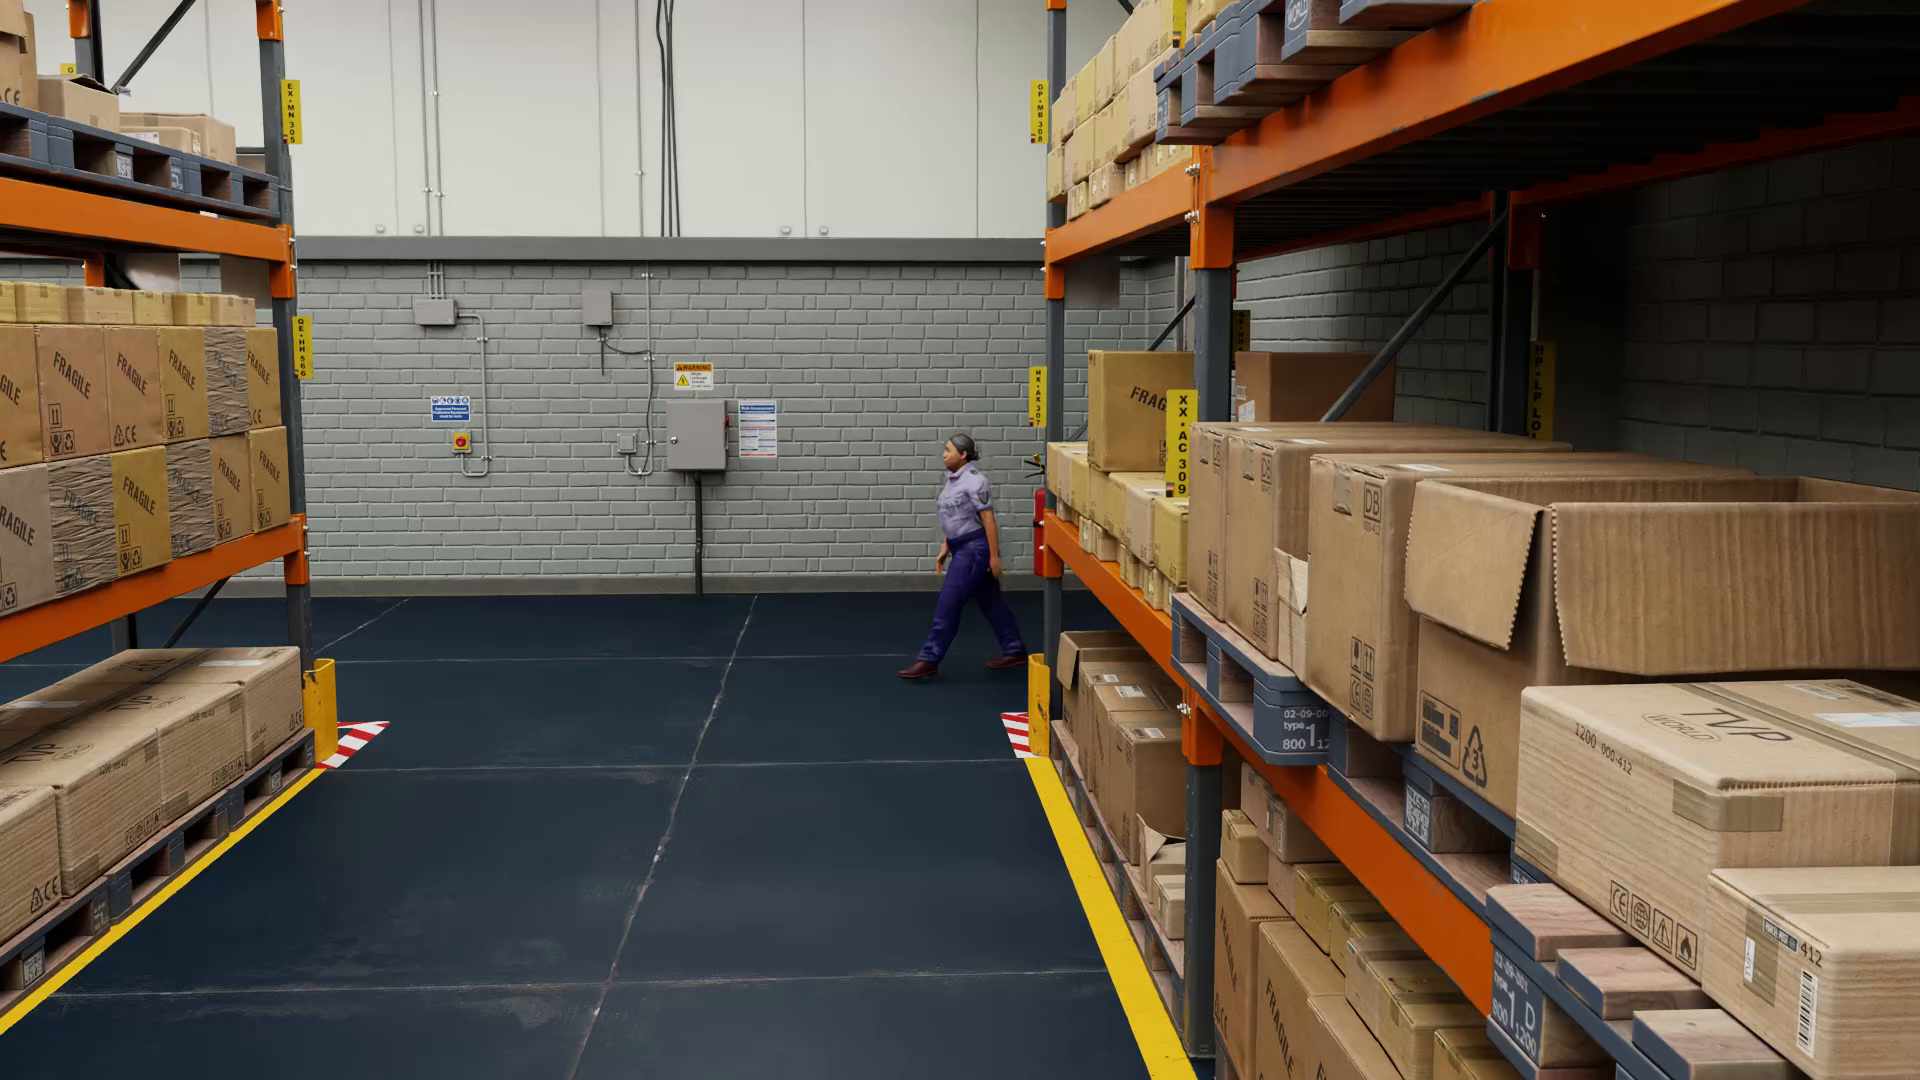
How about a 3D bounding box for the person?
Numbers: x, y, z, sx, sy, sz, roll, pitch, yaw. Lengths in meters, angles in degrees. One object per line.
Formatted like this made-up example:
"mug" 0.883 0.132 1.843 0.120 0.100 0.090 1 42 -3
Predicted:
"person" 0.008 0.092 11.055 0.947 1.573 0.484 -2 7 -13
